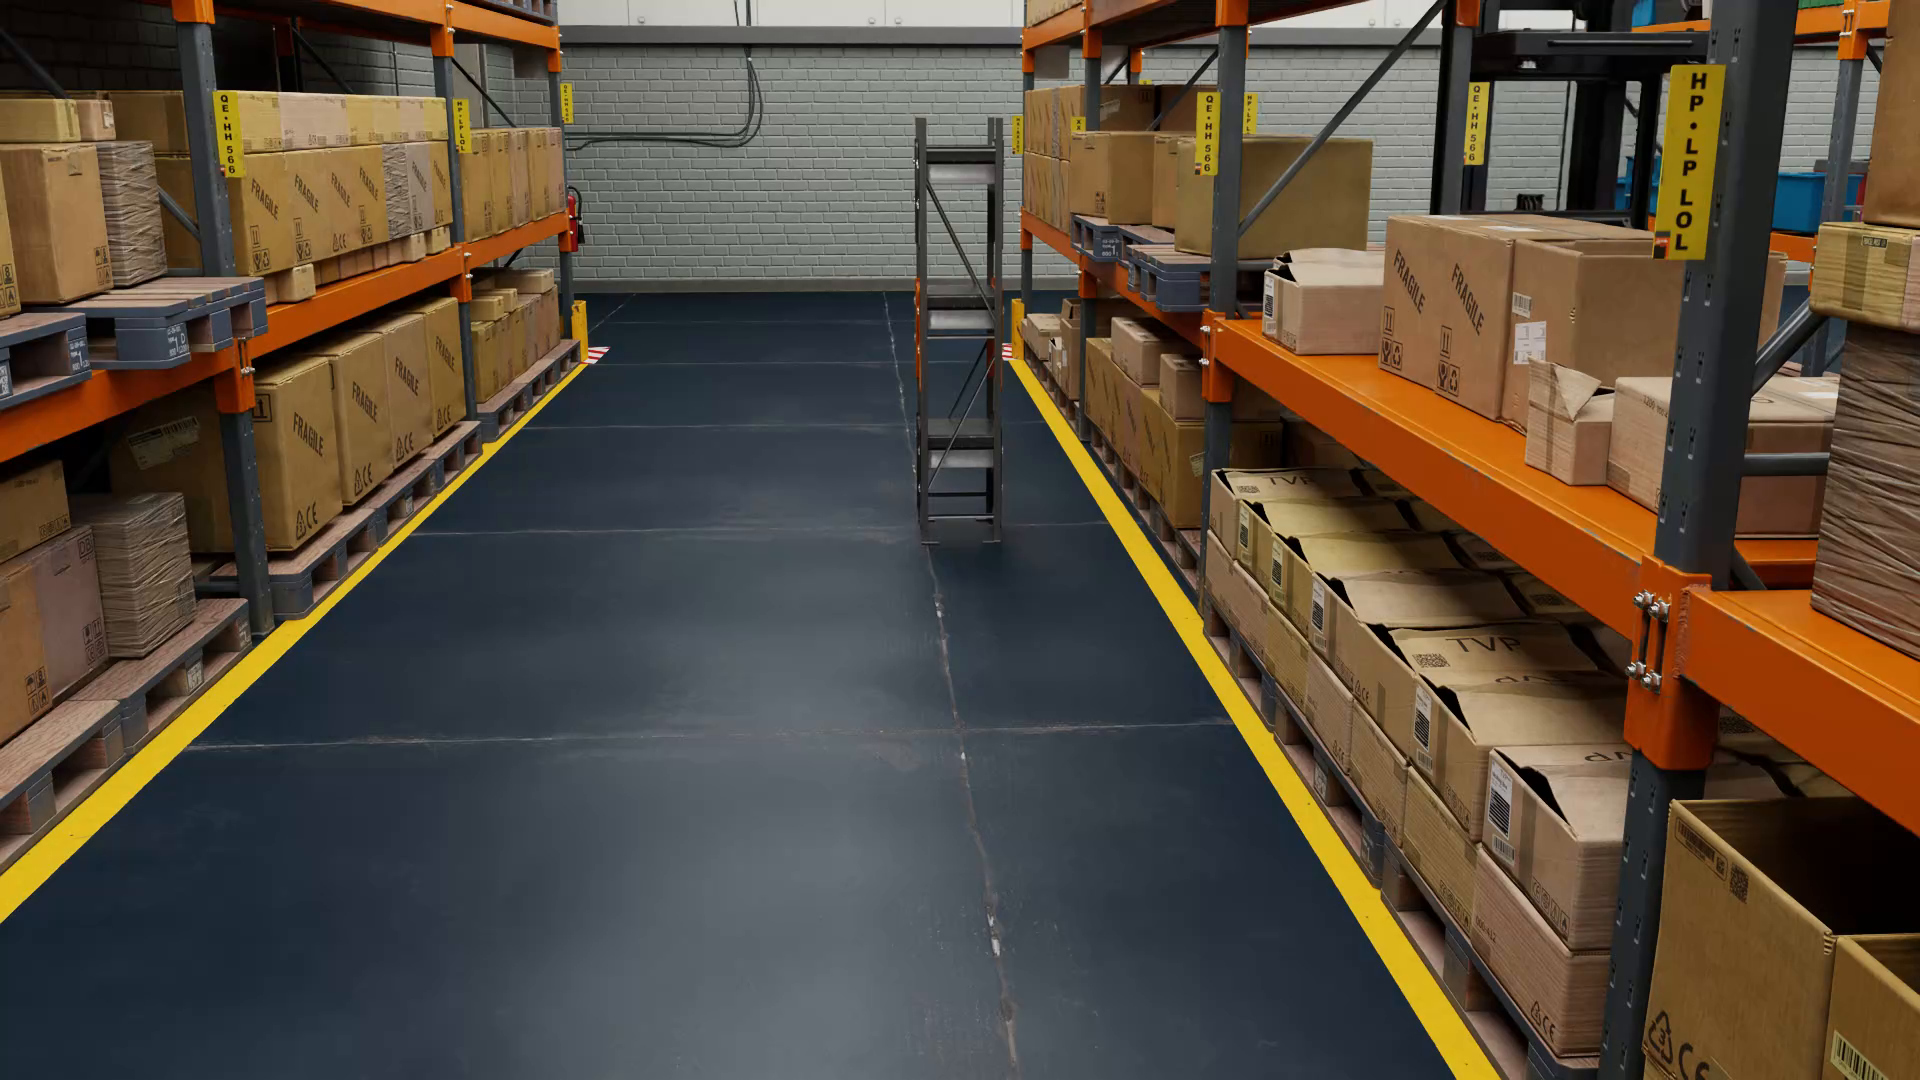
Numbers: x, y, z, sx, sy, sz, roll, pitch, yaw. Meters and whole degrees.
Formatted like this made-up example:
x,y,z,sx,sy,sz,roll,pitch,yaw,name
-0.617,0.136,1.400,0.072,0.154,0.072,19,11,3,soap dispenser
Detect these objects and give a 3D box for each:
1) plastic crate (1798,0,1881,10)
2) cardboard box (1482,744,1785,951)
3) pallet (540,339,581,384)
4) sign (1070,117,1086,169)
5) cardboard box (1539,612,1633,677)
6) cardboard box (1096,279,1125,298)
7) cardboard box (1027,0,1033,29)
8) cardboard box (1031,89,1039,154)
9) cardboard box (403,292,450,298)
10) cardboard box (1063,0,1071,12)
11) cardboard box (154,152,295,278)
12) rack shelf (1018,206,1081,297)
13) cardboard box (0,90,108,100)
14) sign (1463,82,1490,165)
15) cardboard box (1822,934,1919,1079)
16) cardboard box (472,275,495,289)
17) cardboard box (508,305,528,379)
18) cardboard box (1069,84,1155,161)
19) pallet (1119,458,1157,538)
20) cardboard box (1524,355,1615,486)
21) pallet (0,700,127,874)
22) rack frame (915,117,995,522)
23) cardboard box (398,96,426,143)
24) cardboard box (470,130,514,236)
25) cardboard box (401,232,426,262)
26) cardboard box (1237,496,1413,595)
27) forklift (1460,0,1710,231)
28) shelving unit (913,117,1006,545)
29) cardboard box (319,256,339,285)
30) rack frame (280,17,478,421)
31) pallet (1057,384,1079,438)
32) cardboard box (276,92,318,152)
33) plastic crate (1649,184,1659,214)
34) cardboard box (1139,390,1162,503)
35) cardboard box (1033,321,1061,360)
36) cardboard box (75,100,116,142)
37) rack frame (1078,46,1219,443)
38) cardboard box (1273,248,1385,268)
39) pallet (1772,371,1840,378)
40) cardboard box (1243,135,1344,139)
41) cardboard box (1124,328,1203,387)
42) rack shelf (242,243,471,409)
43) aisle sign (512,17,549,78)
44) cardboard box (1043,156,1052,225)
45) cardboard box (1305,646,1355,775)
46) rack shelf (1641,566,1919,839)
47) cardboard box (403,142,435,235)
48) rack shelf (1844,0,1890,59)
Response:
x,y,z,sx,sy,sz,roll,pitch,yaw,name
5.913,-3.649,11.095,0.450,0.188,0.662,-1,14,-3,plastic crate
1.481,0.627,3.620,0.500,0.311,0.500,-1,14,-3,cardboard box
-3.768,-1.492,13.903,1.003,0.211,1.213,-1,14,-3,pallet
0.755,-2.532,10.610,0.100,0.325,0.005,-1,14,-3,sign
1.956,0.363,4.644,0.500,0.311,0.500,-1,14,-5,cardboard box
1.328,-1.989,14.370,0.500,0.500,0.500,-1,14,-3,cardboard box
0.827,-4.366,13.757,0.500,0.250,0.500,-1,14,-3,cardboard box
0.853,-3.406,13.538,0.500,0.500,0.500,-1,14,-3,cardboard box
-3.832,-1.698,11.976,0.380,0.149,0.250,-1,14,-5,cardboard box
0.981,-3.744,11.341,0.500,0.250,0.500,-1,14,-3,cardboard box
-3.174,-1.378,7.023,0.500,0.500,0.500,0,14,-2,cardboard box
1.173,-2.272,12.781,1.077,0.370,4.000,-1,14,-3,rack shelf
-3.686,-1.725,6.868,0.500,0.250,0.500,0,14,-2,cardboard box
2.098,-1.698,6.784,0.100,0.325,0.005,-1,14,-3,sign
1.547,0.876,2.272,0.500,0.500,0.500,-1,14,-3,cardboard box
-3.912,-2.015,13.208,0.380,0.149,0.250,-1,14,-3,cardboard box
-3.649,-1.479,12.427,0.700,0.500,0.500,-1,14,-2,cardboard box
1.007,-2.777,11.094,0.500,0.500,0.500,-1,14,-3,cardboard box
1.463,-0.267,9.139,1.003,0.211,1.213,-1,14,-3,pallet
1.554,-0.284,3.881,0.396,0.266,0.258,-1,14,-5,cardboard box
-3.280,0.797,5.006,1.003,0.211,1.213,-1,14,-3,pallet
-0.025,-1.119,8.661,0.400,2.100,0.015,-1,14,-3,rack frame
-3.341,-2.371,9.381,0.500,0.250,0.500,-1,14,-2,cardboard box
-3.704,-2.508,11.651,0.980,0.700,0.700,-1,14,-5,cardboard box
-3.259,-1.662,9.428,0.380,0.149,0.250,-1,14,-3,cardboard box
1.325,-0.006,6.081,0.500,0.311,0.500,-1,14,-5,cardboard box
3.098,-1.521,8.555,1.130,2.935,3.031,-1,14,-3,forklift
-0.010,-1.058,8.425,0.431,2.100,0.503,-1,14,-3,shelving unit
-3.296,-1.344,8.193,0.380,0.149,0.250,-1,14,-3,cardboard box
-3.647,-2.046,10.457,1.000,3.000,0.127,-1,14,-3,rack frame
1.255,-0.943,11.769,1.003,0.211,1.213,-1,14,-3,pallet
-3.204,-1.867,7.419,0.500,0.250,0.500,-1,14,-4,cardboard box
5.761,-2.747,13.400,0.416,0.233,0.300,-1,14,-3,plastic crate
1.220,-0.488,8.538,0.500,0.500,0.500,-1,14,-5,cardboard box
0.861,-1.611,13.403,0.500,0.250,0.500,-1,14,-3,cardboard box
-3.348,-1.541,6.111,0.380,0.149,0.250,-3,15,-11,cardboard box
1.297,-2.123,10.758,1.000,3.000,0.127,-1,14,-3,rack frame
1.523,-0.994,6.548,0.500,0.311,0.500,0,14,0,cardboard box
6.156,-1.030,12.107,1.003,0.211,1.213,-1,14,-3,pallet
1.527,-1.765,8.324,0.700,0.500,0.500,2,15,7,cardboard box
1.177,-0.991,8.987,0.500,0.250,0.500,-1,14,-4,cardboard box
-3.523,-1.200,8.613,1.077,0.370,4.000,-1,14,-3,rack shelf
-3.600,-4.322,14.087,0.394,0.787,0.004,-1,14,-3,aisle sign
0.908,-2.674,12.700,0.500,0.500,0.500,-1,14,-3,cardboard box
1.385,0.517,5.174,0.500,0.250,0.500,-1,14,-2,cardboard box
1.916,0.712,1.181,1.077,0.370,4.000,-1,14,-3,rack shelf
-3.326,-2.010,9.481,0.500,0.500,0.500,-1,14,-3,cardboard box
6.365,-2.805,8.834,1.077,0.370,4.000,-1,14,-3,rack shelf
